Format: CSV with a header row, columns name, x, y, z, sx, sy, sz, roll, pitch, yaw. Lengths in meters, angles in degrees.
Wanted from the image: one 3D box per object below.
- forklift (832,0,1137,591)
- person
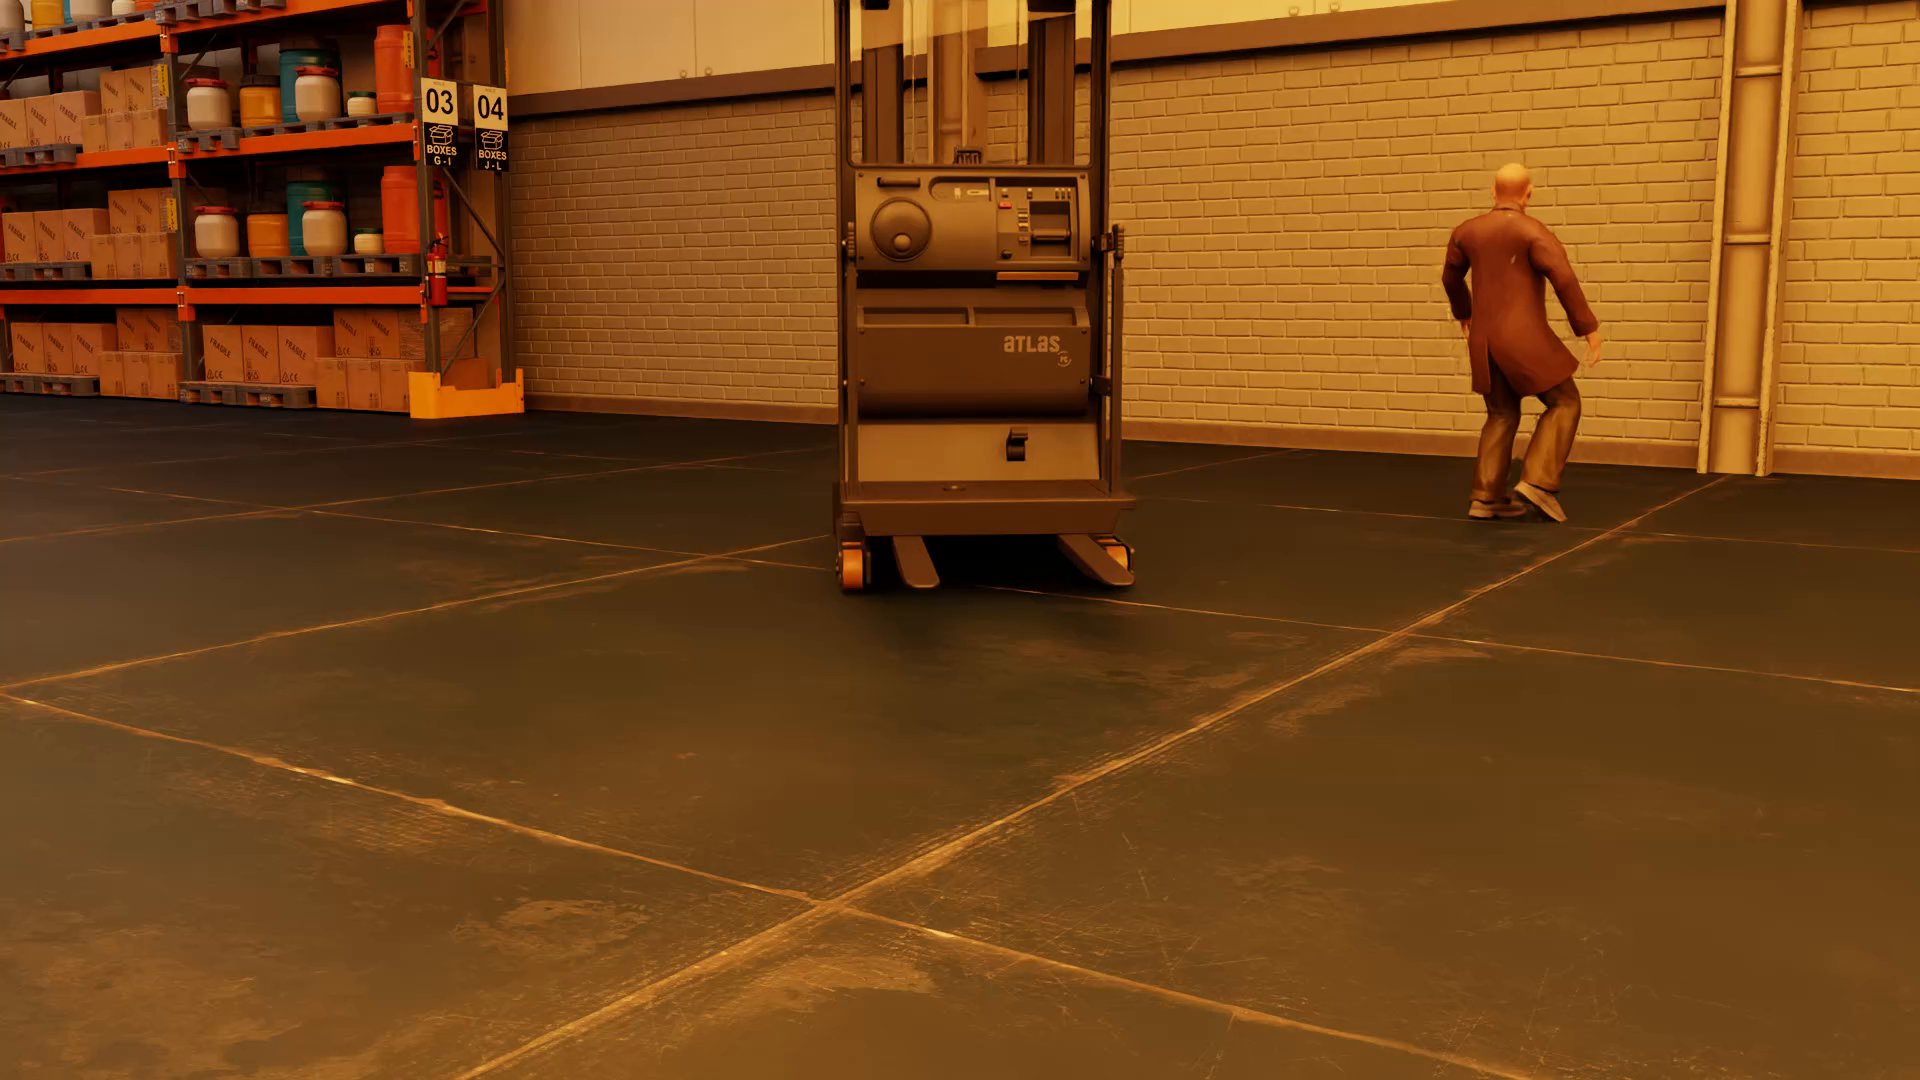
name,x,y,z,sx,sy,sz,roll,pitch,yaw
forklift,0.070,-1.305,6.369,1.130,2.935,3.031,-1,8,-5
person,2.761,-0.962,8.294,0.486,1.792,0.917,-4,9,-28
